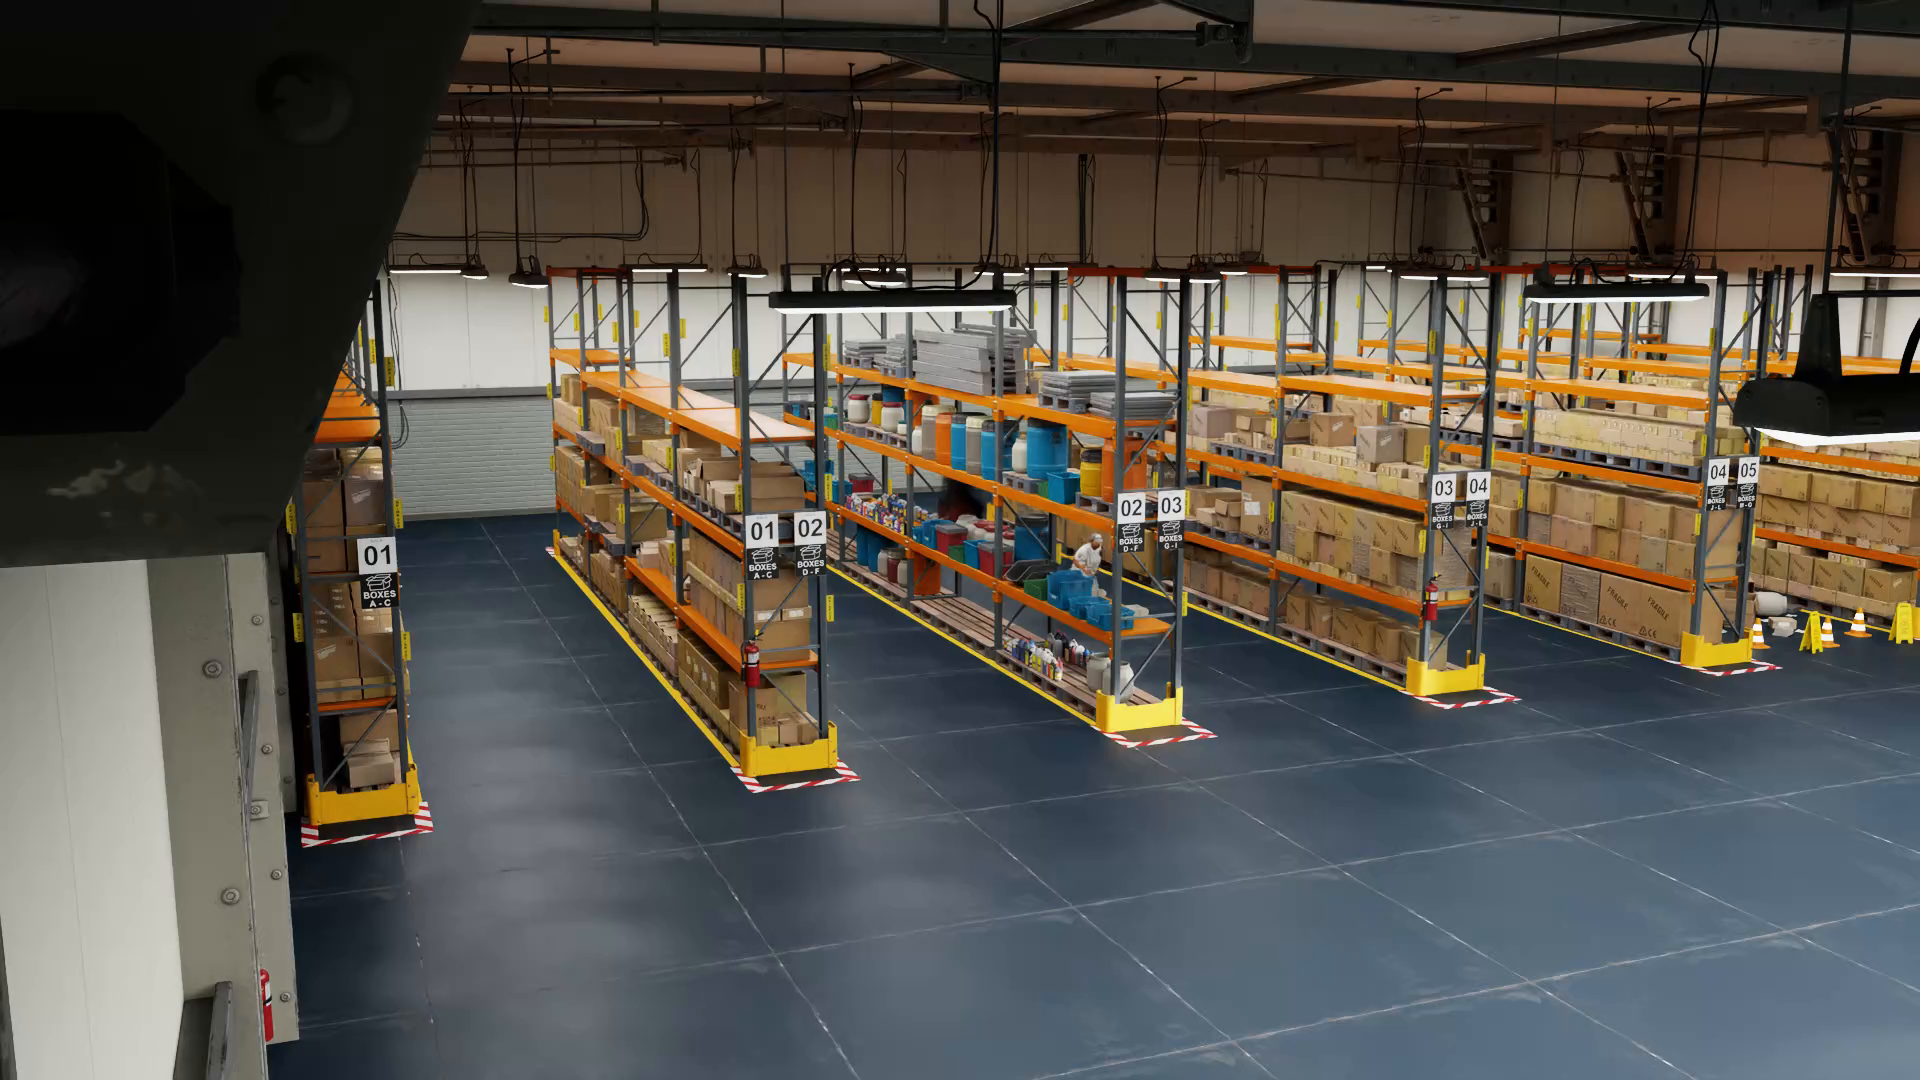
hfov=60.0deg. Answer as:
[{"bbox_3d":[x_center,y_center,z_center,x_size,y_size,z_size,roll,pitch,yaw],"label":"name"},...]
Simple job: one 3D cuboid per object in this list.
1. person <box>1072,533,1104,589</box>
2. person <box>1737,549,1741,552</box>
[{"bbox_3d":[2.102,0.633,28.591,0.642,1.626,1.024,-10,14,-44],"label":"person"},{"bbox_3d":[15.529,-0.178,33.553,0.574,1.430,0.798,-8,13,-40],"label":"person"}]
